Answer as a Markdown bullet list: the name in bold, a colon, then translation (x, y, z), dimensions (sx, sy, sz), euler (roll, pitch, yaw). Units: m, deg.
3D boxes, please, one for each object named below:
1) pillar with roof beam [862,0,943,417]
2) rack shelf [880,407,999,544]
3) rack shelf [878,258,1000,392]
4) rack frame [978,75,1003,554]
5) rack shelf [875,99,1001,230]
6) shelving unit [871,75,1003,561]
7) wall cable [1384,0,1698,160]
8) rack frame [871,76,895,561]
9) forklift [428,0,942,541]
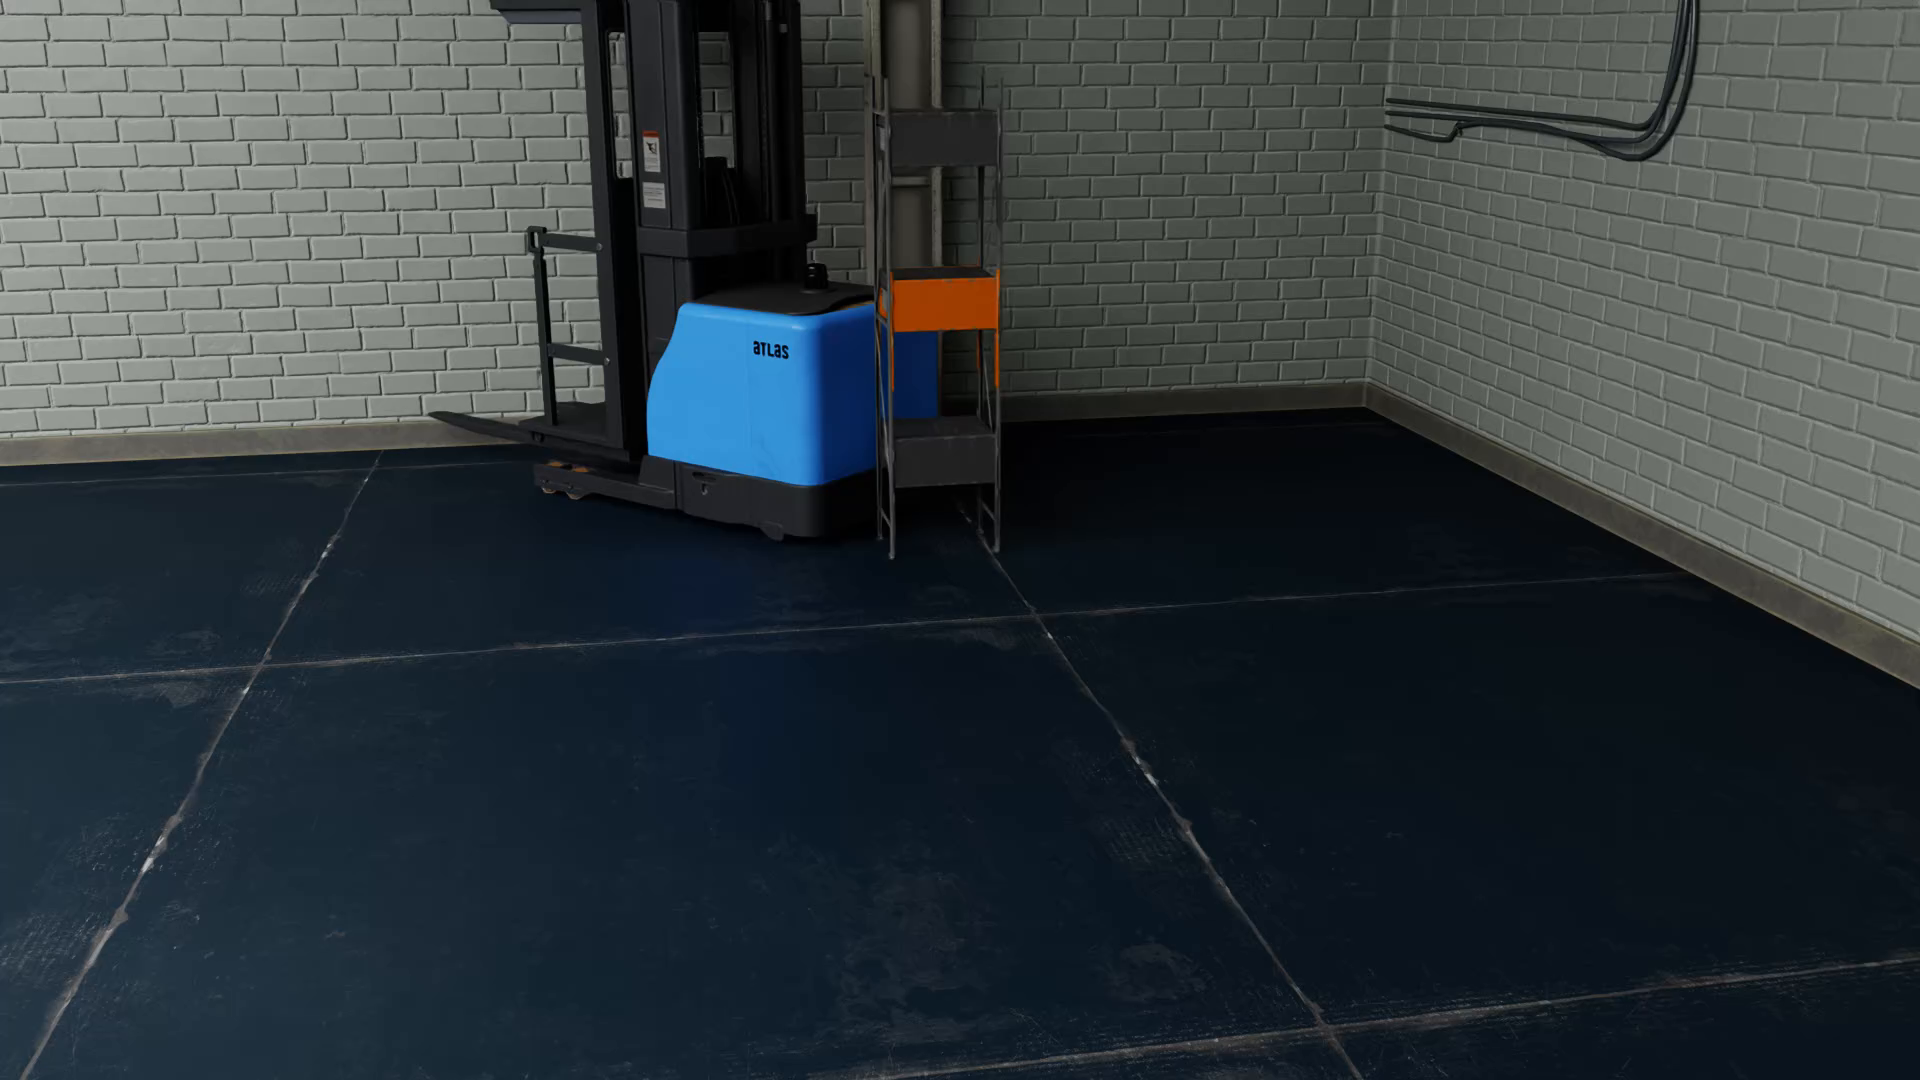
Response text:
- **pillar with roof beam**: translation (0.494, -3.709, 4.562), dimensions (0.400, 9.000, 9.100), euler (-3, 17, -10)
- **rack shelf**: translation (-0.104, -0.301, 7.647), dimensions (0.480, 0.518, 0.431), euler (-3, 17, -11)
- **rack shelf**: translation (-0.104, -0.971, 7.442), dimensions (0.480, 0.518, 0.431), euler (-3, 17, -11)
- **rack frame**: translation (0.135, -0.998, 7.485), dimensions (0.015, 2.100, 0.400), euler (-3, 17, -11)
- **rack shelf**: translation (-0.104, -1.640, 7.236), dimensions (0.480, 0.518, 0.431), euler (-3, 17, -11)
- **shelving unit**: translation (-0.104, -0.984, 7.438), dimensions (0.503, 2.100, 0.431), euler (-3, 17, -11)
- **wall cable**: translation (2.821, -3.249, 8.351), dimensions (0.112, 2.526, 3.097), euler (-3, 17, -10)
- **rack frame**: translation (-0.343, -0.969, 7.391), dimensions (0.015, 2.100, 0.400), euler (-3, 17, -11)
- **forklift**: translation (-1.583, -1.717, 8.411), dimensions (3.031, 2.935, 1.130), euler (12, 21, 34)
